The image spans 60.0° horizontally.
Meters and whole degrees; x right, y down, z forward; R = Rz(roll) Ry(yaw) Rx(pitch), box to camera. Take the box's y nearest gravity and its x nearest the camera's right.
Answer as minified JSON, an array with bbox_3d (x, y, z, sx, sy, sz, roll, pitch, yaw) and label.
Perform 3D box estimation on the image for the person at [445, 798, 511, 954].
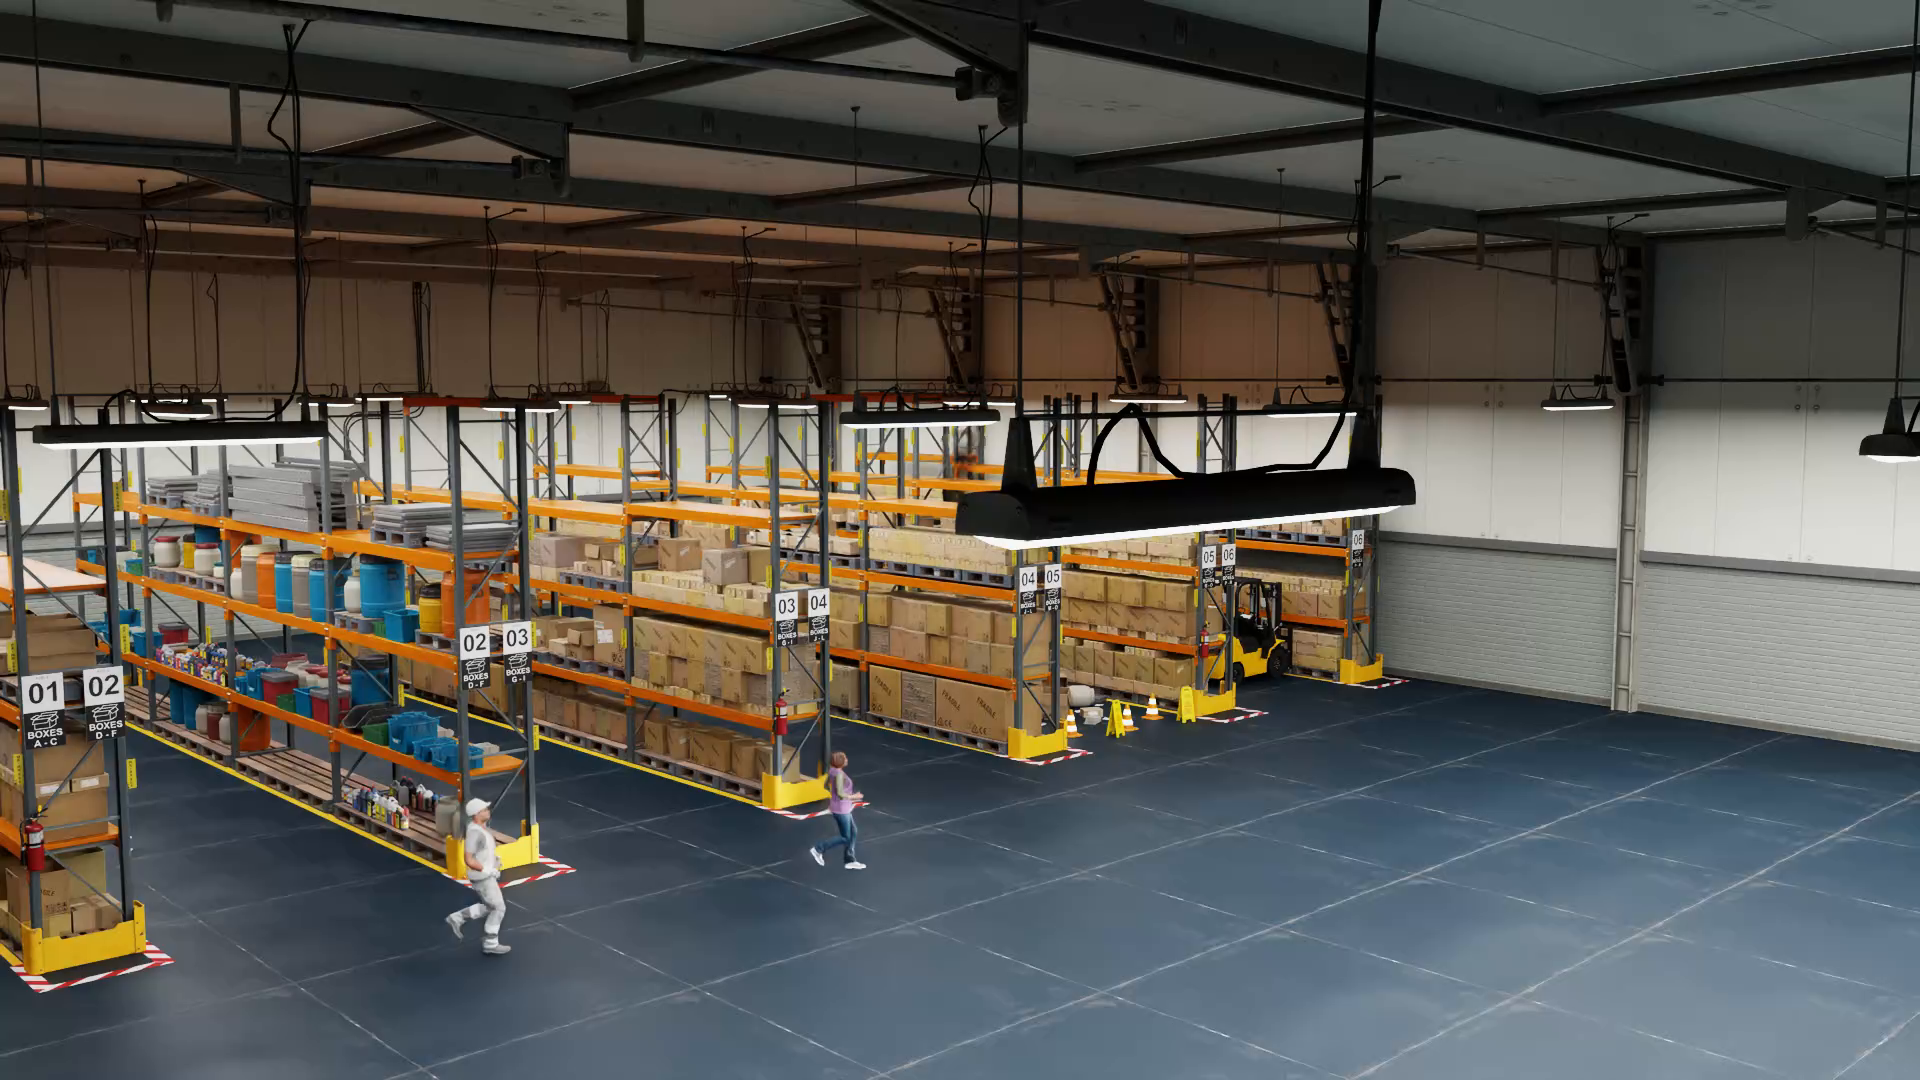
[{"bbox_3d":[-5.313,3.705,18.270,0.690,1.752,0.655,-1,6,-15],"label":"person"}]

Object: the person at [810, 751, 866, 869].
[{"bbox_3d":[-1.579,3.498,21.401,0.738,1.552,0.548,-1,6,-14],"label":"person"}]
